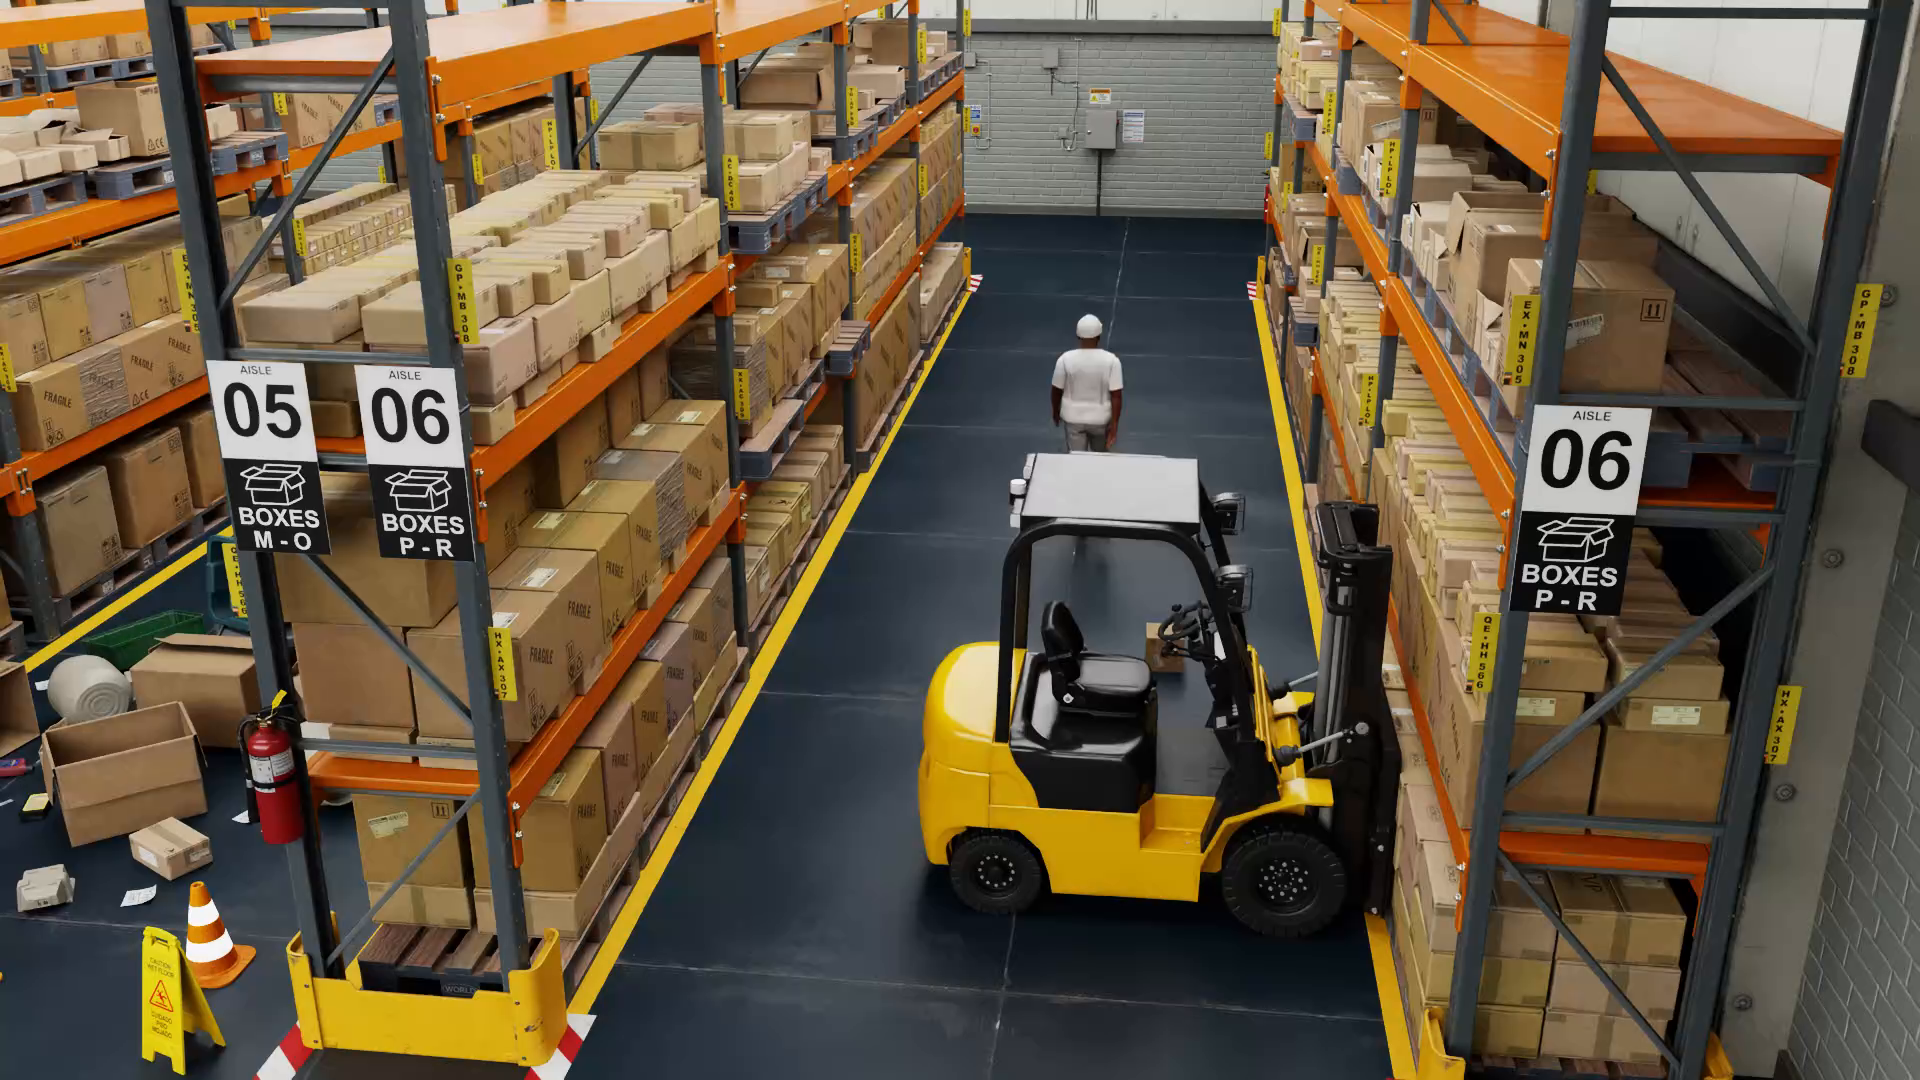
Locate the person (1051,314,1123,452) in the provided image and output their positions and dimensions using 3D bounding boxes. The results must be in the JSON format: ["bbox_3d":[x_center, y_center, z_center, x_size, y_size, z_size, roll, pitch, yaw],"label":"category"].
[{"bbox_3d":[1.030,-1.035,13.702,0.571,1.736,0.928,0,21,1],"label":"person"}]
